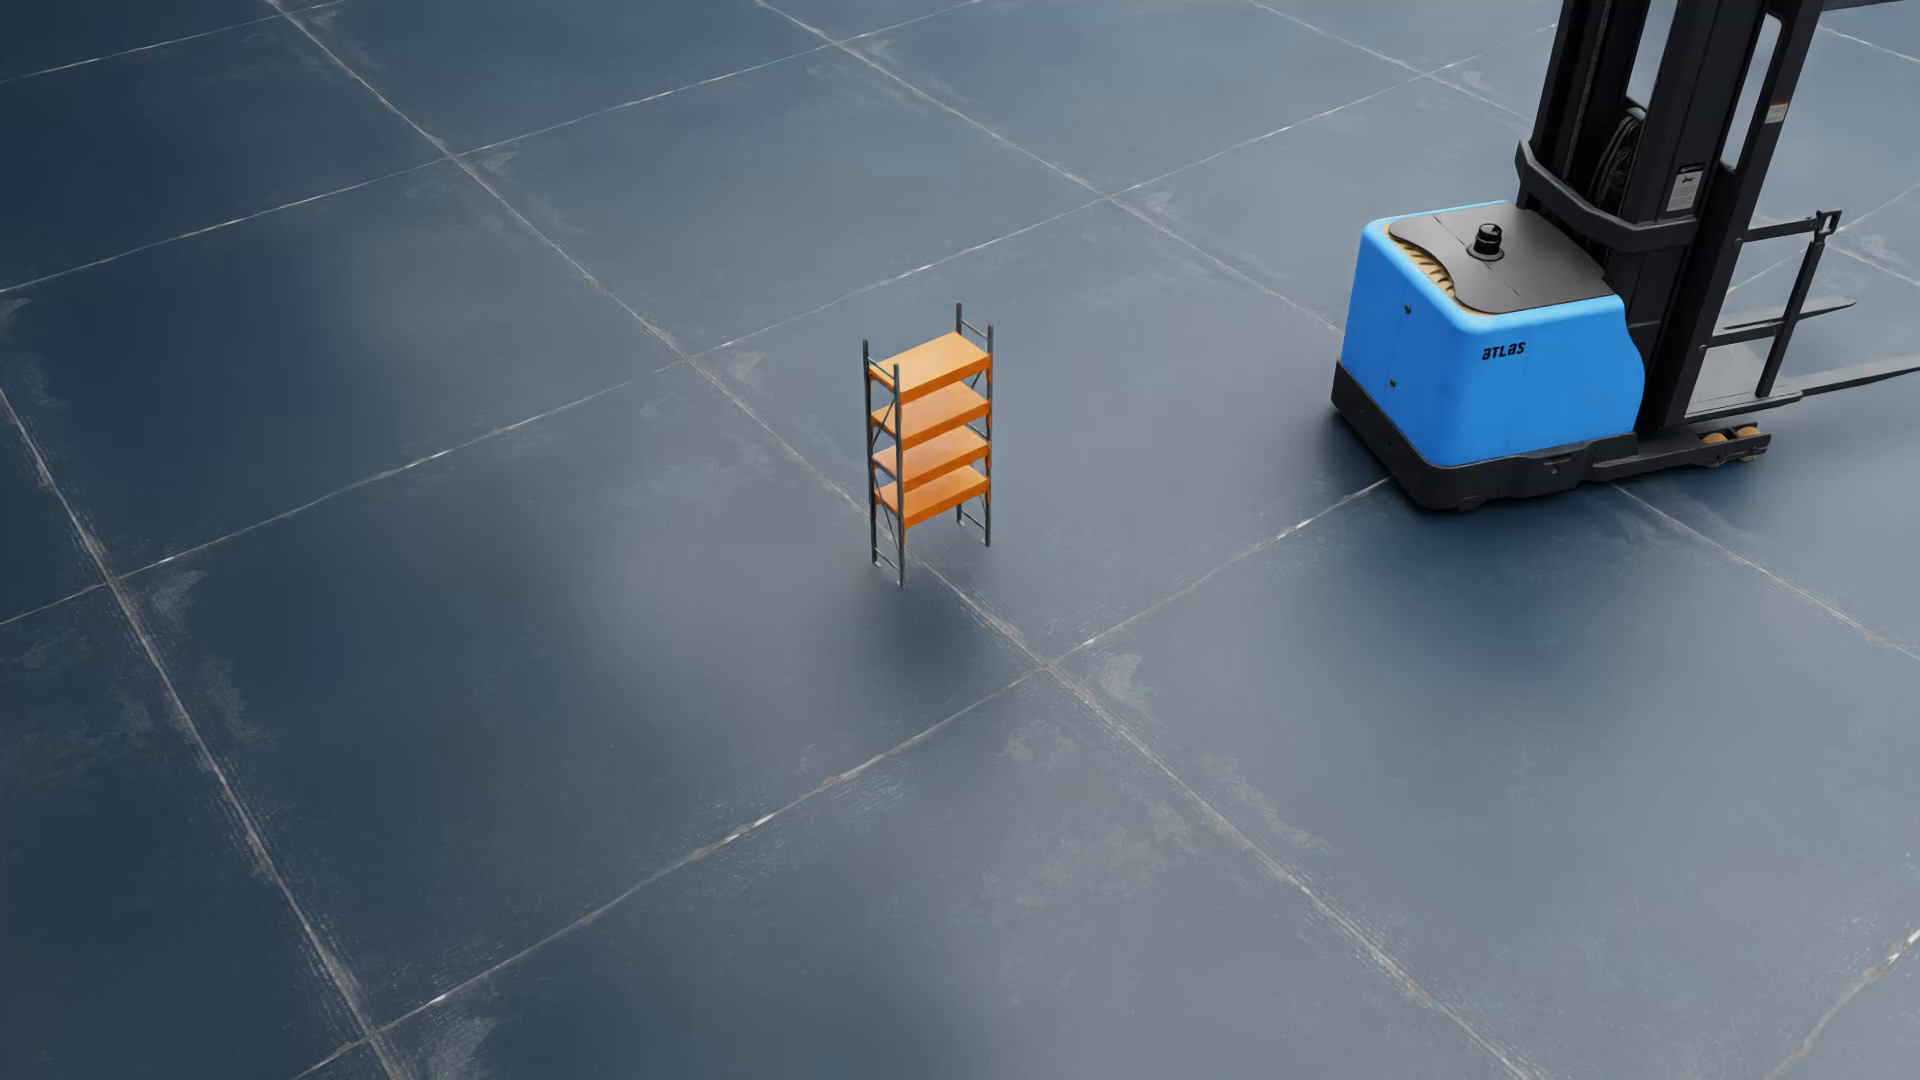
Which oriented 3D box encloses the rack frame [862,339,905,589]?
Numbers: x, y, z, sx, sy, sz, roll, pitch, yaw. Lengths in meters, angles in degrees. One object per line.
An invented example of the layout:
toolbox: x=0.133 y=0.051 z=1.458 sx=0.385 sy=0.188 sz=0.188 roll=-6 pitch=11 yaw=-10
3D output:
rack frame: x=-0.325 y=-0.306 z=7.177 sx=0.015 sy=1.200 sz=0.240 roll=-26 pitch=46 yaw=-28

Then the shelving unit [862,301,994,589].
shelving unit: x=-0.131 y=-0.400 z=7.291 sx=0.503 sy=1.200 sz=0.258 roll=-26 pitch=46 yaw=-28

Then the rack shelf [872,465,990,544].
rack shelf: x=-0.131 y=-0.194 z=7.460 sx=0.480 sy=0.148 sz=0.258 roll=-26 pitch=46 yaw=-28

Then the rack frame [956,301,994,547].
rack frame: x=0.062 y=-0.494 z=7.406 sx=0.015 sy=1.200 sz=0.240 roll=-26 pitch=46 yaw=-28

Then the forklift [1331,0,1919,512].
forklift: x=3.474 y=-1.802 z=7.635 sx=3.031 sy=2.935 sz=1.130 roll=-11 pitch=41 yaw=-13

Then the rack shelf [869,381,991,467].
rack shelf: x=-0.131 y=-0.521 z=7.192 sx=0.480 sy=0.148 sz=0.258 roll=-26 pitch=46 yaw=-28

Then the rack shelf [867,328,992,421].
rack shelf: x=-0.131 y=-0.704 z=7.042 sx=0.480 sy=0.148 sz=0.258 roll=-26 pitch=46 yaw=-28

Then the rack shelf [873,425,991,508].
rack shelf: x=-0.131 y=-0.348 z=7.334 sx=0.480 sy=0.148 sz=0.258 roll=-26 pitch=46 yaw=-28
